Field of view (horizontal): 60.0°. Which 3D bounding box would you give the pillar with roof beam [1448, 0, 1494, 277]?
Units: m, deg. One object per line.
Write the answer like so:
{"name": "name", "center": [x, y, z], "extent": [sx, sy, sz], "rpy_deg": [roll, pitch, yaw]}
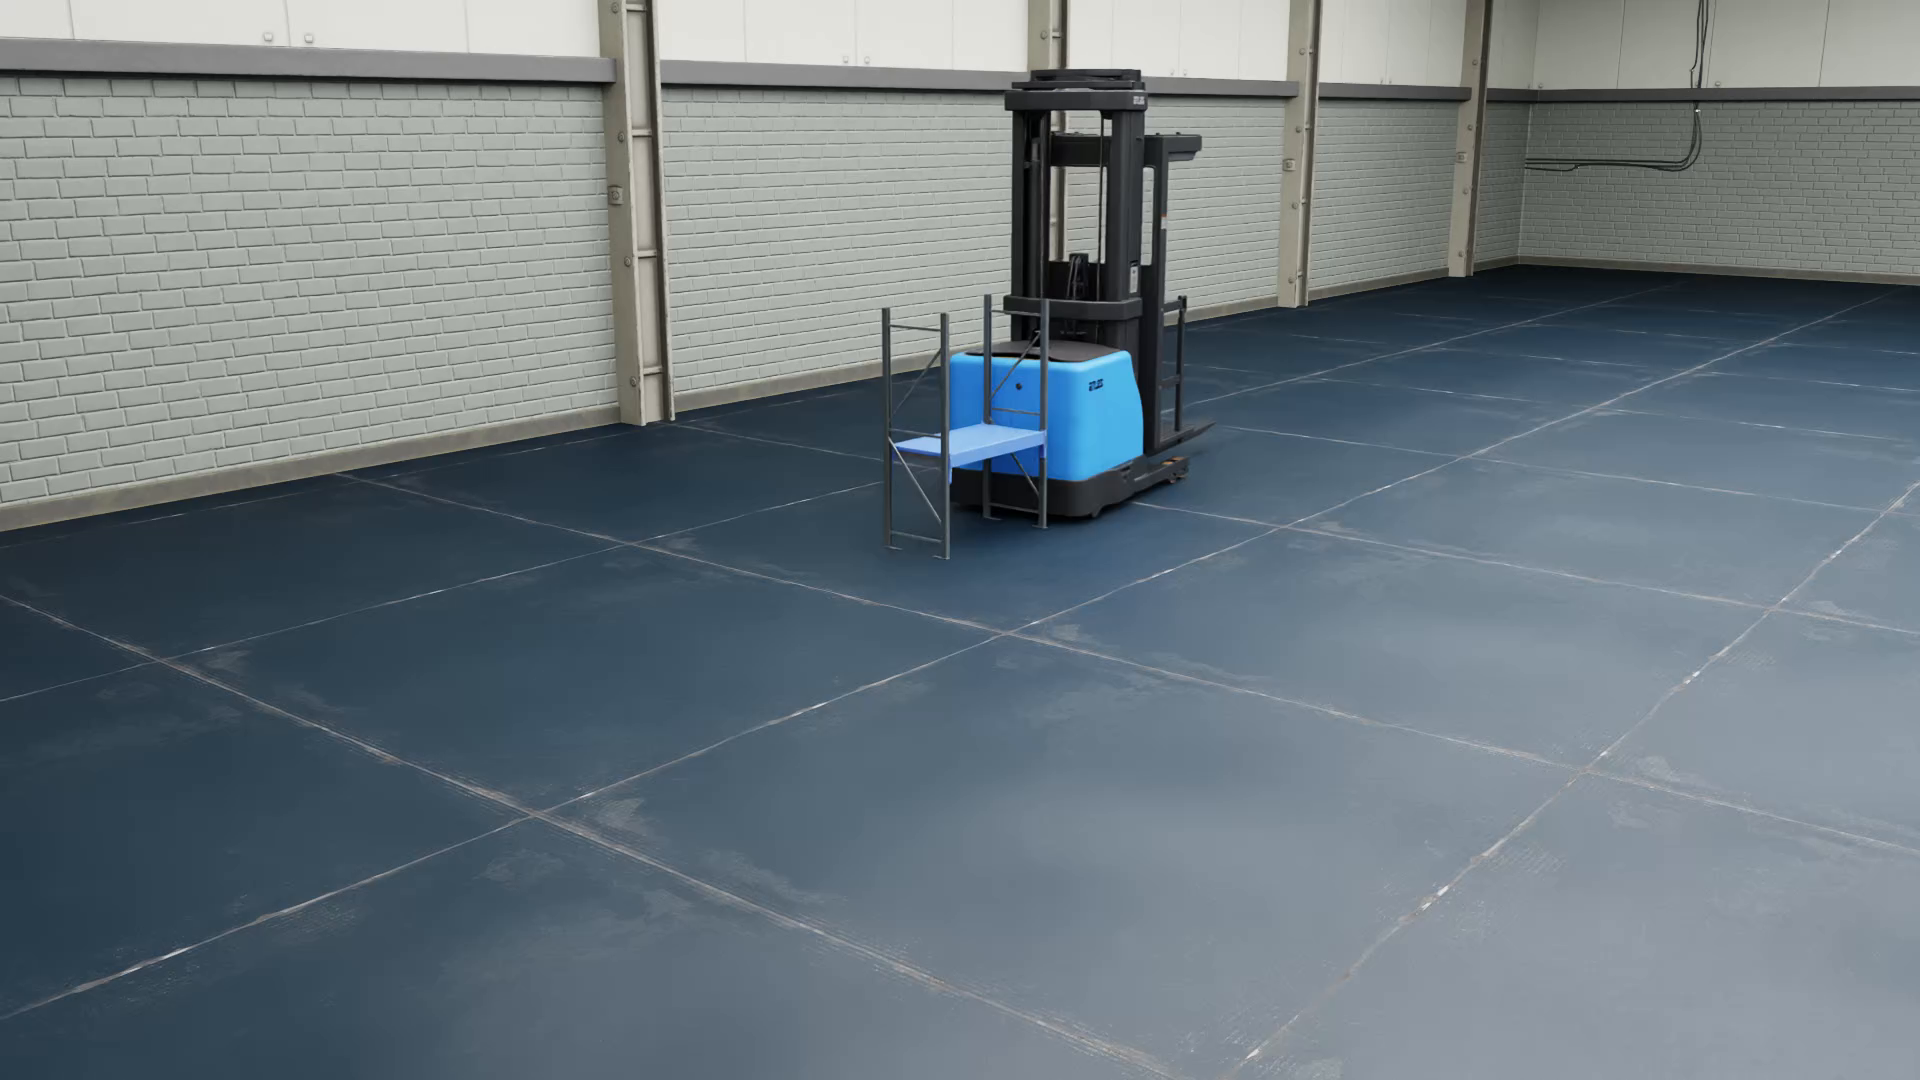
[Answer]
{"name": "pillar with roof beam", "center": [11.876, -8.204, 24.642], "extent": [9.100, 9.000, 0.400], "rpy_deg": [11, 18, 38]}

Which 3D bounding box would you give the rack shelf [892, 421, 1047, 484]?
{"name": "rack shelf", "center": [0.046, -0.564, 10.529], "extent": [0.538, 0.185, 1.000], "rpy_deg": [11, 18, 37]}

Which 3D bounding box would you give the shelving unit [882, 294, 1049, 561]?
{"name": "shelving unit", "center": [0.046, -0.739, 10.485], "extent": [0.538, 1.500, 1.048], "rpy_deg": [11, 18, 37]}

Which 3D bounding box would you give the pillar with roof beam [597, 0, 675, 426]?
{"name": "pillar with roof beam", "center": [0.563, -4.757, 11.072], "extent": [9.100, 9.000, 0.400], "rpy_deg": [11, 18, 38]}

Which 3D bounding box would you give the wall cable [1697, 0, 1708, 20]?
{"name": "wall cable", "center": [13.512, -9.754, 26.792], "extent": [3.097, 2.526, 0.112], "rpy_deg": [11, 18, 38]}

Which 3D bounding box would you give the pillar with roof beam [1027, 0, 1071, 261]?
{"name": "pillar with roof beam", "center": [4.334, -5.906, 15.595], "extent": [9.100, 9.000, 0.400], "rpy_deg": [11, 18, 38]}

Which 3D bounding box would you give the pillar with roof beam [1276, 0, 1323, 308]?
{"name": "pillar with roof beam", "center": [8.105, -7.055, 20.118], "extent": [9.100, 9.000, 0.400], "rpy_deg": [11, 18, 38]}

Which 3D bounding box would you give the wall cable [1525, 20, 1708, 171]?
{"name": "wall cable", "center": [11.408, -7.725, 29.062], "extent": [3.097, 2.526, 0.112], "rpy_deg": [11, 18, 38]}

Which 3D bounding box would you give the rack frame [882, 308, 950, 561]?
{"name": "rack frame", "center": [-0.269, -0.640, 10.098], "extent": [0.500, 1.500, 0.032], "rpy_deg": [11, 18, 37]}

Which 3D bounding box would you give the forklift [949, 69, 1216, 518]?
{"name": "forklift", "center": [1.059, -1.883, 12.082], "extent": [1.130, 2.935, 3.031], "rpy_deg": [8, 16, 28]}

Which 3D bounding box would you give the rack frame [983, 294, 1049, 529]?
{"name": "rack frame", "center": [0.361, -0.837, 10.871], "extent": [0.500, 1.500, 0.032], "rpy_deg": [11, 18, 37]}
